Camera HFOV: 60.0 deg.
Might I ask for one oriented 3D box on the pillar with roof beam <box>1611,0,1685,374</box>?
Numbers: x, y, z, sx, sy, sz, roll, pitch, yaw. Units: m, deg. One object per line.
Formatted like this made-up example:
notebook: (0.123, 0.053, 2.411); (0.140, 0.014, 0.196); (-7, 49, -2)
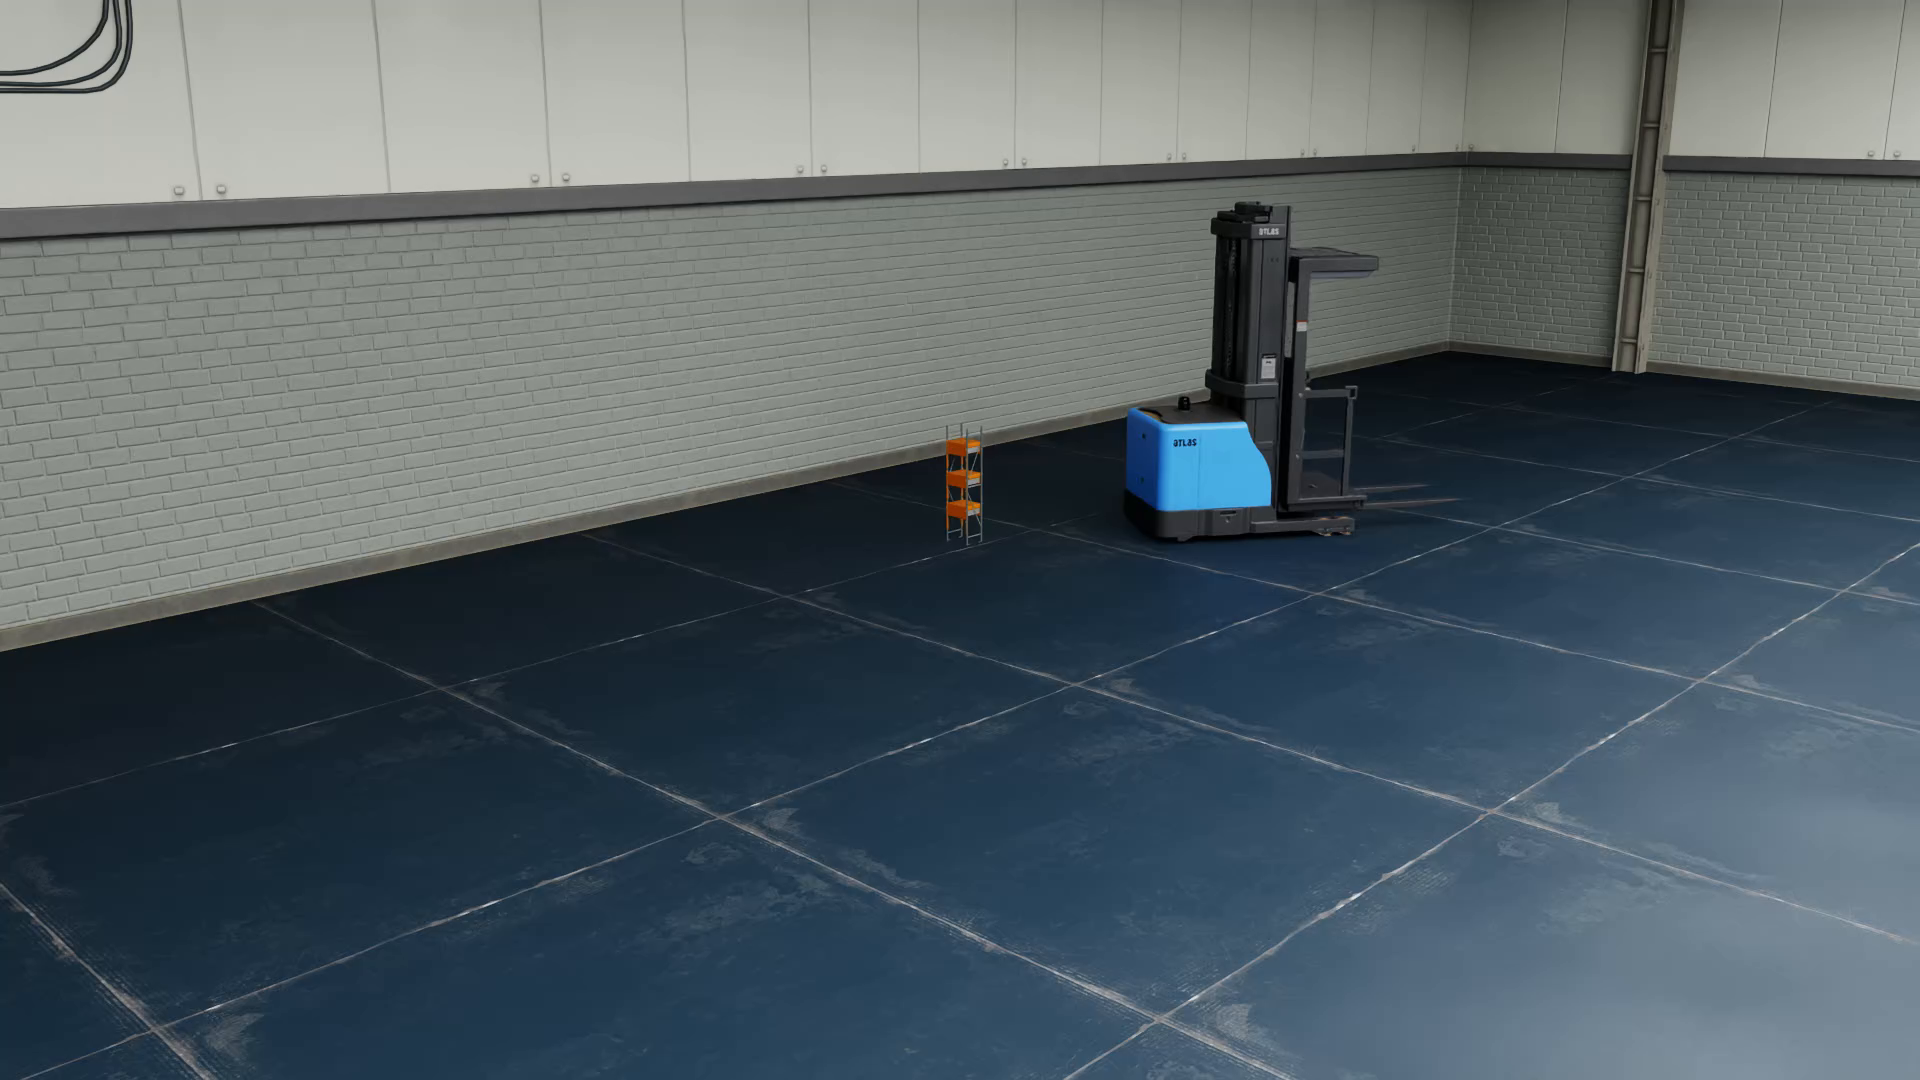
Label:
pillar with roof beam: (6.856, -6.060, 20.343); (0.400, 9.000, 9.100); (14, 20, 42)

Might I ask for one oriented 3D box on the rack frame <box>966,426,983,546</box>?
rack frame: (0.126, -0.477, 14.682); (0.008, 1.050, 0.200); (14, 20, 42)

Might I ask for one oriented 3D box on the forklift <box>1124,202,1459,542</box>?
forklift: (3.109, -1.578, 15.174); (3.031, 2.935, 1.130); (-3, 15, -13)

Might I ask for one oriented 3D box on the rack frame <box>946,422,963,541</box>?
rack frame: (-0.049, -0.520, 14.846); (0.008, 1.050, 0.200); (14, 20, 42)

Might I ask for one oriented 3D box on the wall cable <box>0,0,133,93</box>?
wall cable: (-6.622, -5.246, 10.472); (0.169, 6.003, 2.305); (14, 20, 42)

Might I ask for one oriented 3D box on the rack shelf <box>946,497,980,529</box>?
rack shelf: (0.039, -0.219, 14.837); (0.240, 0.259, 0.215); (14, 20, 42)

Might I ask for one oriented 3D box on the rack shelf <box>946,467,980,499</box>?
rack shelf: (0.039, -0.488, 14.766); (0.240, 0.259, 0.215); (14, 20, 42)

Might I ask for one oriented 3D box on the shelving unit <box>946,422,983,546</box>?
shelving unit: (0.039, -0.499, 14.764); (0.252, 1.050, 0.215); (14, 20, 42)

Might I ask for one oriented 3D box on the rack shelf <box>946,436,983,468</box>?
rack shelf: (0.039, -0.763, 14.695); (0.240, 0.259, 0.215); (14, 20, 42)
